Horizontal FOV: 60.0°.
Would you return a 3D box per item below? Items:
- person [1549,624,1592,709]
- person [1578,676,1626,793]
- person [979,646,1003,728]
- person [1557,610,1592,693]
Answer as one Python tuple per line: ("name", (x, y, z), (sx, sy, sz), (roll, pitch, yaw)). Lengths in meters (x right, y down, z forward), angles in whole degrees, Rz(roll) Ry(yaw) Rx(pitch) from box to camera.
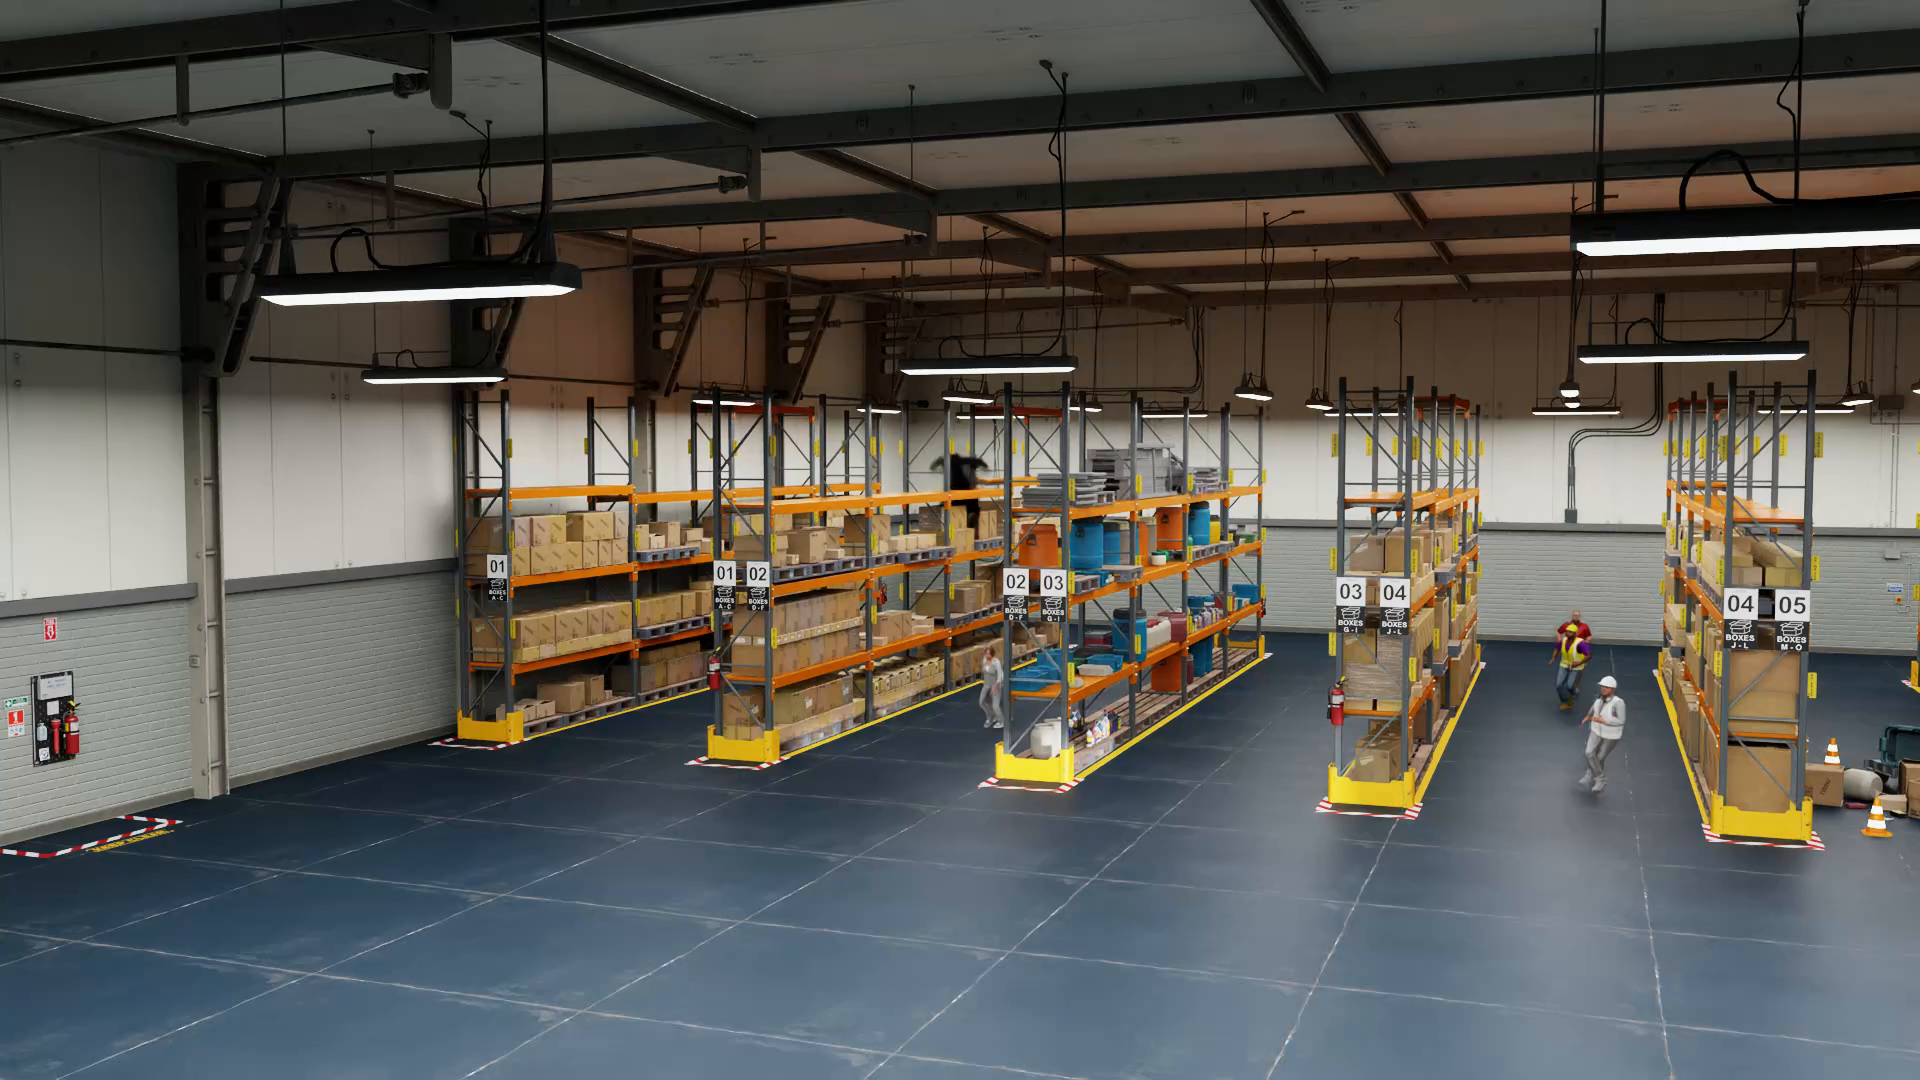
("person", (11.687, 2.435, 31.802), (0.779, 1.666, 0.533), (3, 4, 41))
("person", (9.355, 2.800, 24.206), (0.761, 1.685, 0.706), (3, 4, 42))
("person", (0.592, 2.609, 29.434), (0.494, 1.510, 0.685), (2, 4, 32))
("person", (12.503, 2.288, 33.802), (0.632, 1.694, 0.659), (1, 3, 10))
